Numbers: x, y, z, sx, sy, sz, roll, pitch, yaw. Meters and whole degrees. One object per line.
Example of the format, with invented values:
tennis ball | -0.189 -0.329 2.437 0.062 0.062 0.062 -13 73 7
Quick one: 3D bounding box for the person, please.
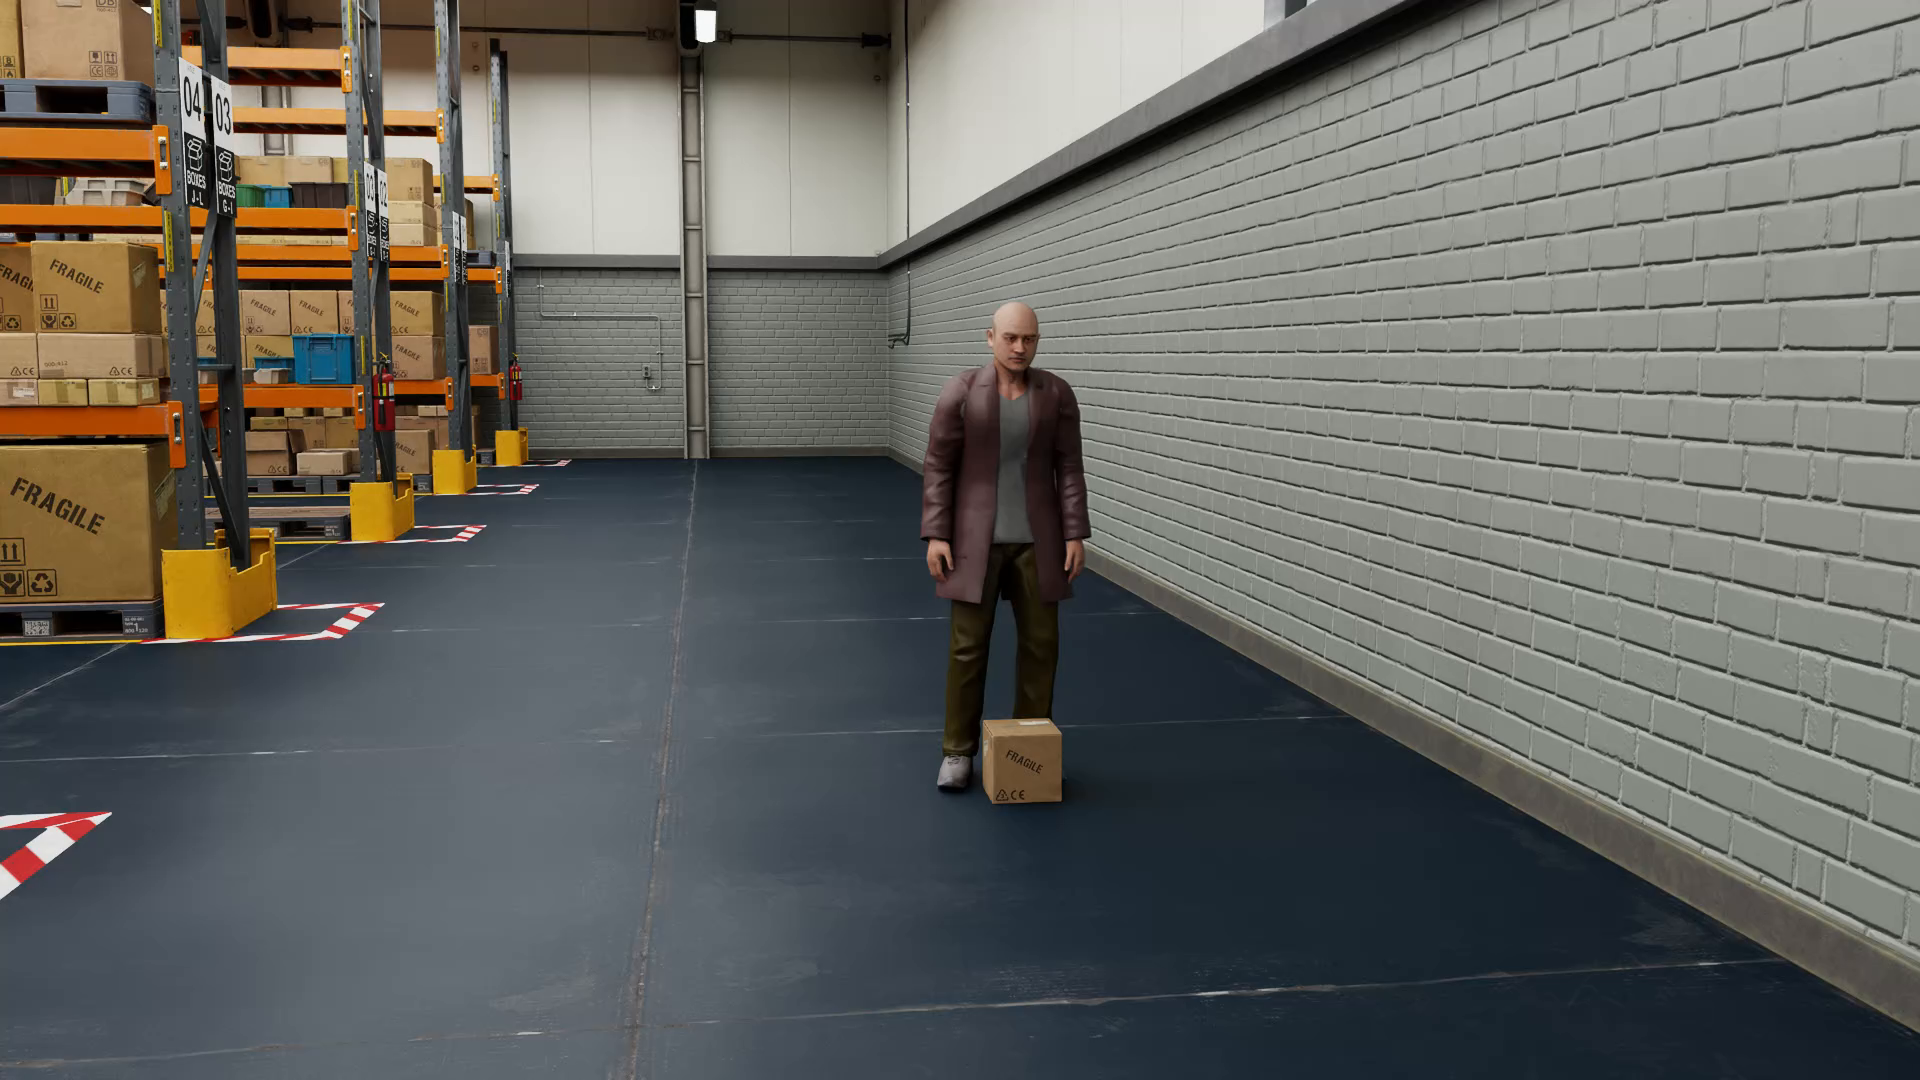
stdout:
person | 0.171 0.012 6.166 0.642 1.773 0.428 -1 6 -9
